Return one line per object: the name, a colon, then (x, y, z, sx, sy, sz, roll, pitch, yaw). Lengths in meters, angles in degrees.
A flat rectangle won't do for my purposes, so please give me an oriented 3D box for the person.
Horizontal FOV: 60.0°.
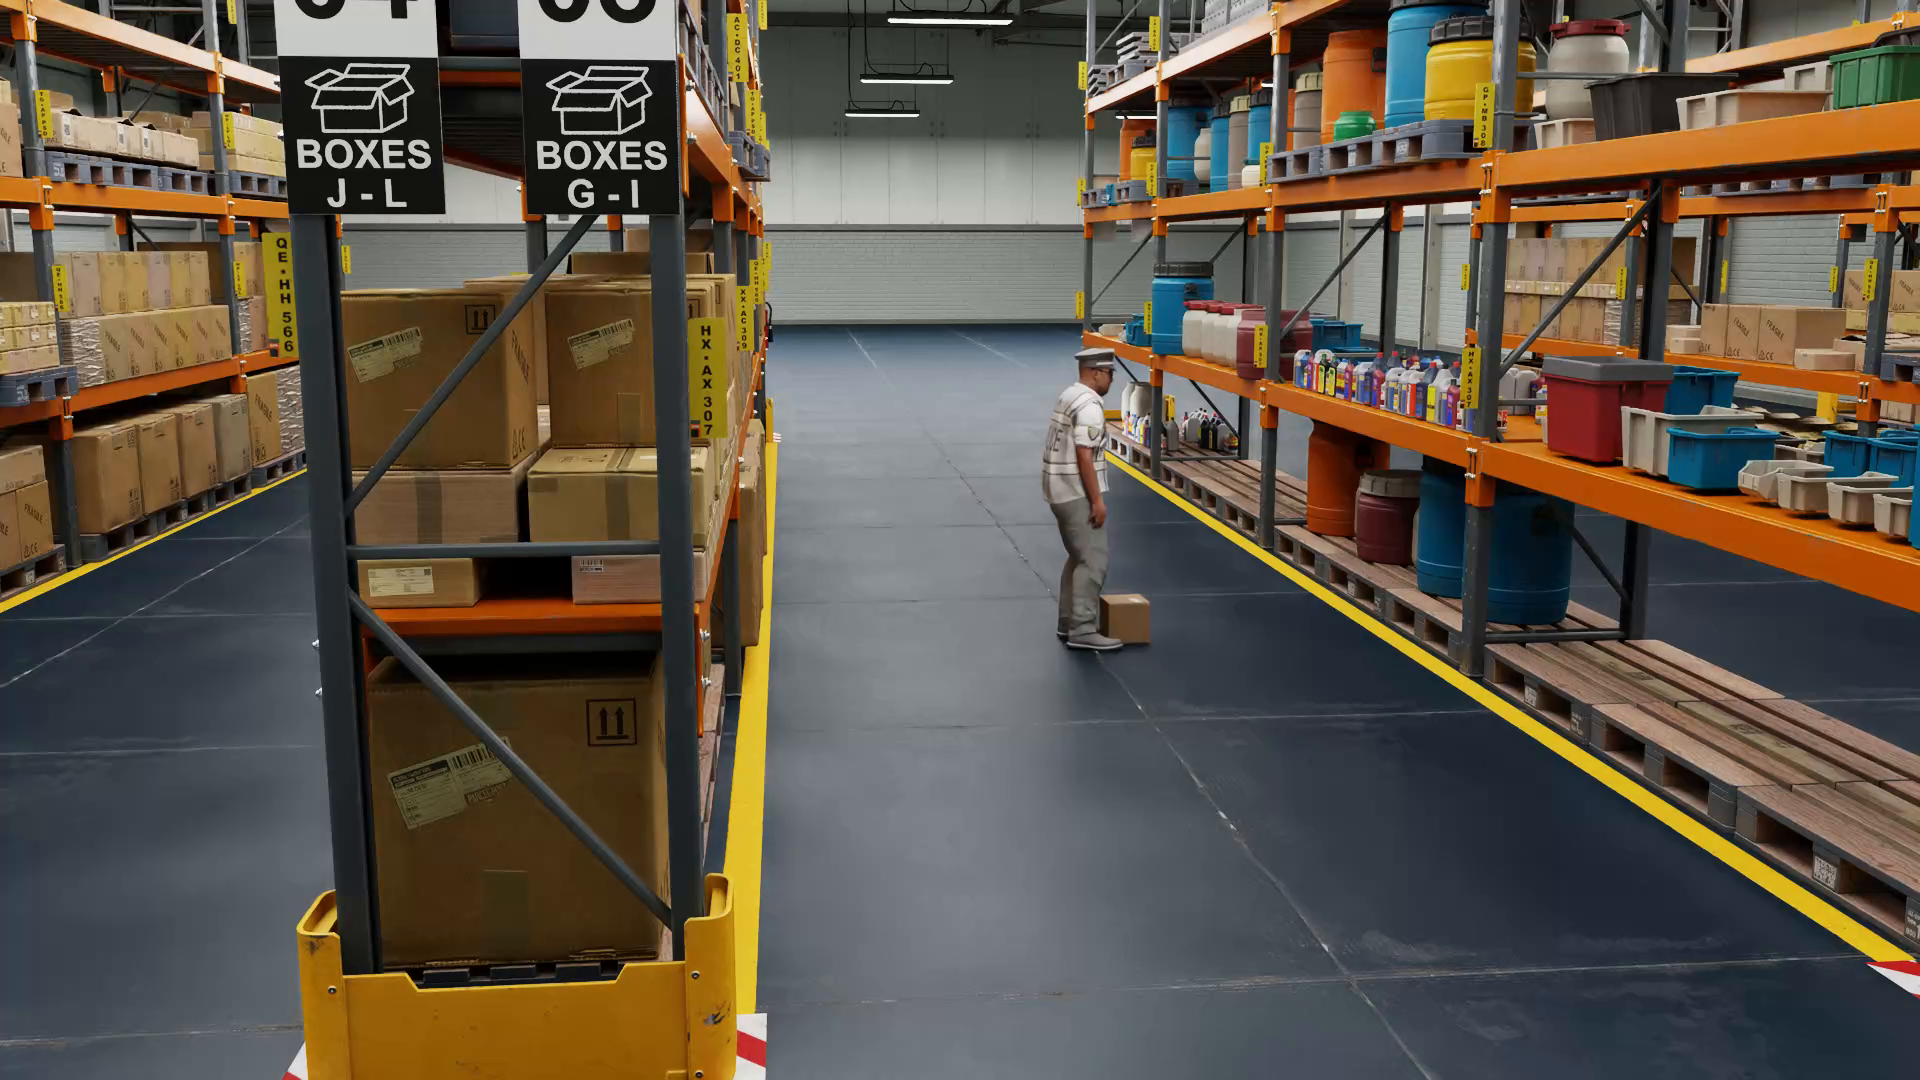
person: (0.711, -0.254, 9.836, 0.436, 1.746, 0.588, -1, 10, -8)
